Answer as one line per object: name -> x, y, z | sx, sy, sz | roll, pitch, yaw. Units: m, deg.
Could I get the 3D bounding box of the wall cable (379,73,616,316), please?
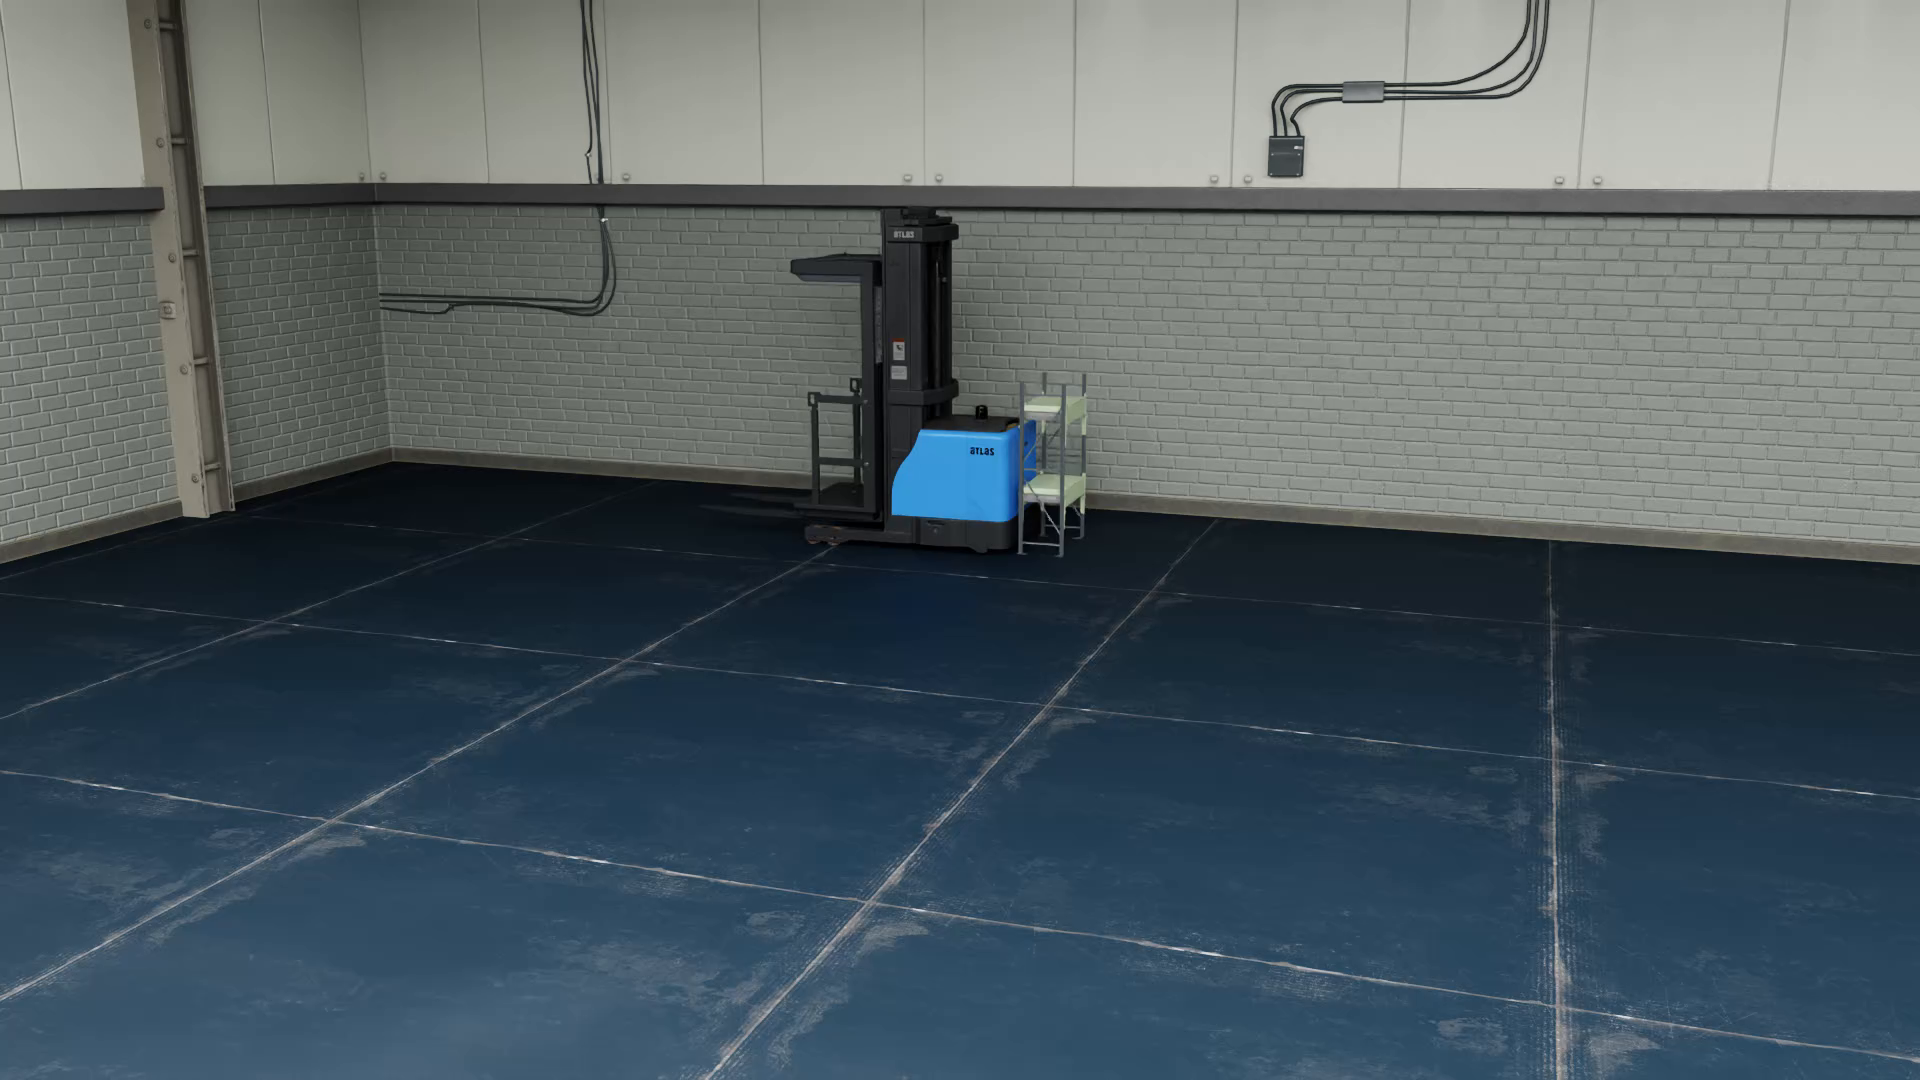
wall cable -> -5.092, -3.661, 17.785 | 3.097, 2.526, 0.112 | 4, 14, 18

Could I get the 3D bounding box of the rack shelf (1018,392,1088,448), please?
rack shelf -> 0.815, -1.054, 14.483 | 0.431, 0.370, 0.720 | 4, 14, 18

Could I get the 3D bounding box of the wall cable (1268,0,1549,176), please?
wall cable -> 3.886, -6.146, 14.052 | 2.305, 6.003, 0.169 | 4, 14, 18

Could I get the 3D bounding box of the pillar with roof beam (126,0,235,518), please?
pillar with roof beam -> -3.223, -4.340, 13.781 | 9.100, 9.000, 0.400 | 4, 14, 18

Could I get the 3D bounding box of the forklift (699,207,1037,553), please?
forklift -> -0.871, -1.485, 14.909 | 3.031, 2.935, 1.130 | 4, 14, 18

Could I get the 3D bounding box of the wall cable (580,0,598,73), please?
wall cable -> -2.532, -5.929, 16.370 | 3.097, 2.526, 0.112 | 4, 14, 18

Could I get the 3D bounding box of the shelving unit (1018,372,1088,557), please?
shelving unit -> 0.815, -0.674, 14.570 | 0.431, 1.500, 0.755 | 4, 14, 18

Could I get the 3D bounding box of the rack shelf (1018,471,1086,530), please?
rack shelf -> 0.815, -0.356, 14.642 | 0.431, 0.370, 0.720 | 4, 14, 18

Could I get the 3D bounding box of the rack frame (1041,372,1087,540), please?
rack frame -> 0.929, -0.751, 14.909 | 0.400, 1.500, 0.023 | 4, 14, 18

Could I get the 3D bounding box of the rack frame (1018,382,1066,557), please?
rack frame -> 0.700, -0.596, 14.231 | 0.400, 1.500, 0.023 | 4, 14, 18
